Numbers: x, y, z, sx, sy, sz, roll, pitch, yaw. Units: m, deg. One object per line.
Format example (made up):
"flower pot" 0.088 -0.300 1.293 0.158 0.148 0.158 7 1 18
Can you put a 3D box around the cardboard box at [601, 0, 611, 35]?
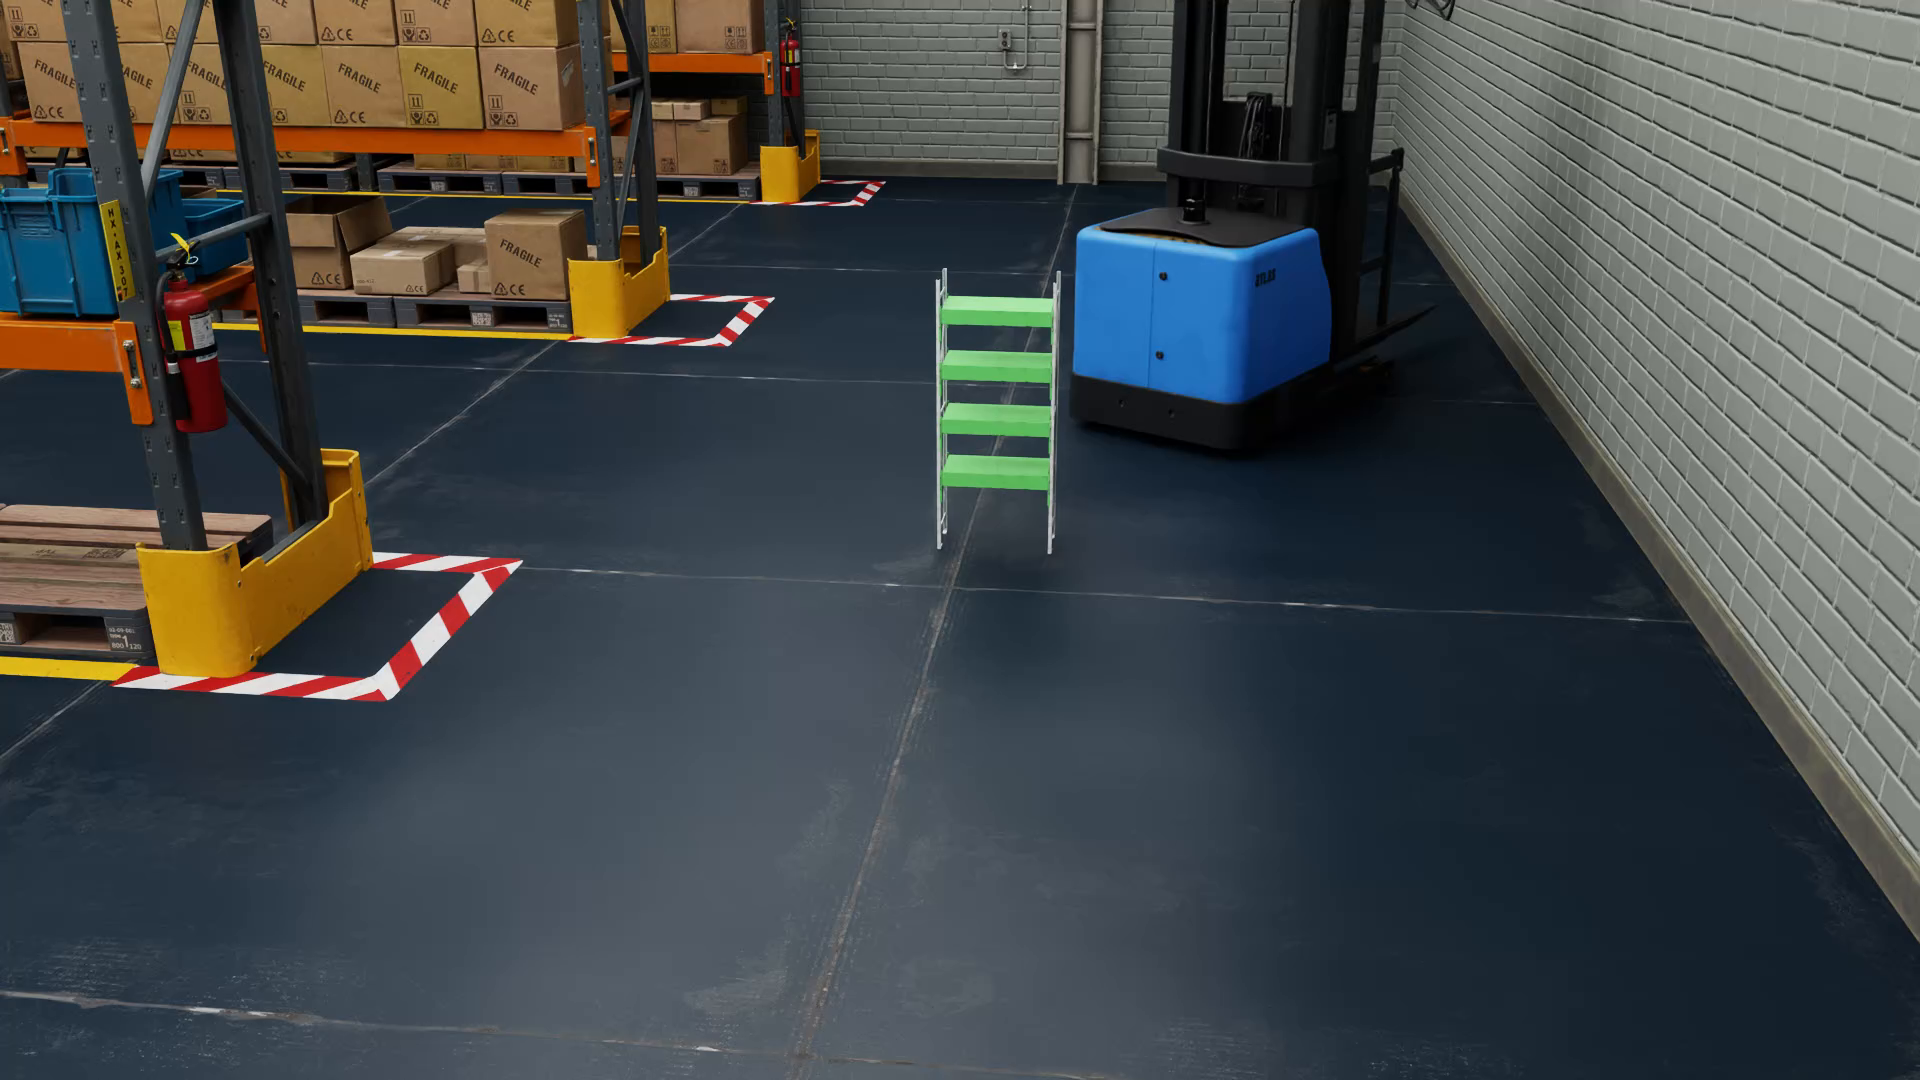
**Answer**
"cardboard box" -2.610 -3.534 10.802 0.500 0.500 0.500 3 22 8

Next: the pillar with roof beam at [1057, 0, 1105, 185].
"pillar with roof beam" 0.656 -6.133 10.712 0.400 9.000 9.100 2 22 6

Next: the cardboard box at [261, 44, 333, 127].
"cardboard box" -4.188 -2.940 10.660 0.500 0.500 0.500 2 22 6

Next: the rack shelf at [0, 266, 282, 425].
"rack shelf" -4.773 -0.850 6.490 4.000 0.370 1.077 2 22 6

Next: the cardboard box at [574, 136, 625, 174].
"cardboard box" -3.324 -3.785 15.763 0.500 0.500 0.700 2 22 5

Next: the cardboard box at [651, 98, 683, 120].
"cardboard box" -2.730 -3.994 15.408 0.250 0.149 0.380 3 22 8

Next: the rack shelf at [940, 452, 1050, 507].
"rack shelf" 0.164 -0.268 7.313 0.480 0.148 0.258 2 22 6

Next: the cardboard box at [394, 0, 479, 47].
"cardboard box" -3.176 -3.359 10.360 0.500 0.500 0.500 3 22 8

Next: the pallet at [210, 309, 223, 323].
"pallet" -5.490 -1.753 11.587 1.213 0.211 1.003 2 22 6

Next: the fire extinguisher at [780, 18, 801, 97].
"fire extinguisher" -1.525 -4.331 14.928 0.183 0.674 0.296 2 22 6

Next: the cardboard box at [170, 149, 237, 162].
"cardboard box" -7.137 -4.102 16.089 0.750 0.750 0.750 3 22 8

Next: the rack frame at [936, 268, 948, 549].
"rack frame" -0.078 -0.561 7.228 0.015 1.200 0.240 2 22 6

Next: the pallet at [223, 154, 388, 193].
"pallet" -6.368 -3.598 16.253 1.213 0.211 1.003 2 22 6

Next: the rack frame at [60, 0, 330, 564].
"rack frame" -2.787 -1.099 6.139 0.127 3.000 1.000 2 22 6

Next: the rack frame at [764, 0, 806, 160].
"rack frame" -1.621 -4.716 15.288 0.127 3.000 1.000 2 22 6

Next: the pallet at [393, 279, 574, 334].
"pallet" -3.067 -1.647 11.320 1.213 0.211 1.003 2 22 6

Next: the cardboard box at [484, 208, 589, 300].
"cardboard box" -2.769 -1.883 10.923 0.500 0.500 0.500 2 22 6

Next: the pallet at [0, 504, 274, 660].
"pallet" -3.601 0.148 6.777 1.213 0.211 1.003 2 22 6

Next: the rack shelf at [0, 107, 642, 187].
"rack shelf" -4.186 -2.659 11.064 4.000 0.370 1.077 2 22 6

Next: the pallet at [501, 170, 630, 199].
"pallet" -3.632 -3.479 15.951 1.213 0.211 1.003 2 22 6

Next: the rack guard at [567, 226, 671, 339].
"rack guard" -2.275 -1.748 11.180 0.348 0.500 1.175 2 22 6

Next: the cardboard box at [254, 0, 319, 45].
"cardboard box" -4.202 -3.402 10.468 0.500 0.500 0.500 3 22 8

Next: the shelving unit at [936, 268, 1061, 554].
"shelving unit" 0.164 -0.551 7.201 0.503 1.200 0.258 2 22 6

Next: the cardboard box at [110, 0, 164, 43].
"cardboard box" -5.225 -3.446 10.581 0.500 0.500 0.500 2 22 5

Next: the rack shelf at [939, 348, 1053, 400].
"rack shelf" 0.164 -0.715 7.136 0.480 0.148 0.258 2 22 6

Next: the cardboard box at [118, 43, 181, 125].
"cardboard box" -5.189 -2.984 10.771 0.500 0.500 0.500 3 22 7

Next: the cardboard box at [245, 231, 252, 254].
"cardboard box" -4.828 -2.081 11.681 0.500 0.311 0.500 2 22 6

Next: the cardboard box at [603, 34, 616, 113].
"cardboard box" -2.610 -3.069 10.986 0.500 0.500 0.500 3 22 7

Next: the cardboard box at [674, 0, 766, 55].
"cardboard box" -2.128 -4.874 15.279 0.700 0.700 0.980 3 22 9

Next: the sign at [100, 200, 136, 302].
"sign" -2.835 -0.973 5.599 0.005 0.325 0.100 2 22 6

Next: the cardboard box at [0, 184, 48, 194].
"cardboard box" -6.624 -2.232 11.807 0.500 0.500 0.500 2 22 4

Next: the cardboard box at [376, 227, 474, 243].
"cardboard box" -3.700 -2.003 11.568 0.500 0.250 0.500 2 22 6

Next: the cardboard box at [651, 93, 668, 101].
"cardboard box" -2.932 -4.144 15.789 0.250 0.149 0.380 3 22 7

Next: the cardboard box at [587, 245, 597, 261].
"cardboard box" -2.575 -1.929 11.519 0.250 0.149 0.380 2 22 6

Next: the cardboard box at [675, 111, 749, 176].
"cardboard box" -2.328 -3.742 15.654 0.500 0.500 0.700 2 22 6

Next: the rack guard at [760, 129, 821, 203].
"rack guard" -1.597 -3.552 15.745 0.348 0.500 1.175 2 22 6

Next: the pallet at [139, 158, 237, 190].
"pallet" -7.583 -3.650 16.384 1.213 0.211 1.003 2 22 6

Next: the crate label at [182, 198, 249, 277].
"crate label" -2.993 -1.179 6.489 0.303 0.233 0.416 2 22 6

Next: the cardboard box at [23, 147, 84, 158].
"cardboard box" -8.850 -4.178 16.280 0.750 0.750 0.750 2 22 6

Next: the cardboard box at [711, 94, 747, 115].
"cardboard box" -2.180 -4.111 15.706 0.250 0.149 0.380 3 22 7

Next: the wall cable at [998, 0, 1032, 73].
"wall cable" -0.238 -5.478 15.834 1.851 1.984 0.084 2 22 6

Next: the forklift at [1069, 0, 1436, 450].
"forklift" 1.876 -2.296 9.261 1.130 2.935 3.031 15 26 34

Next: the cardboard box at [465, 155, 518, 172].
"cardboard box" -4.364 -3.829 15.873 0.500 0.500 0.700 2 22 6

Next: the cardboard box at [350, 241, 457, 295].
"cardboard box" -3.709 -1.818 11.101 0.500 0.250 0.500 2 22 6

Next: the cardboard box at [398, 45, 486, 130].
"cardboard box" -3.192 -2.895 10.545 0.500 0.500 0.500 3 22 7
